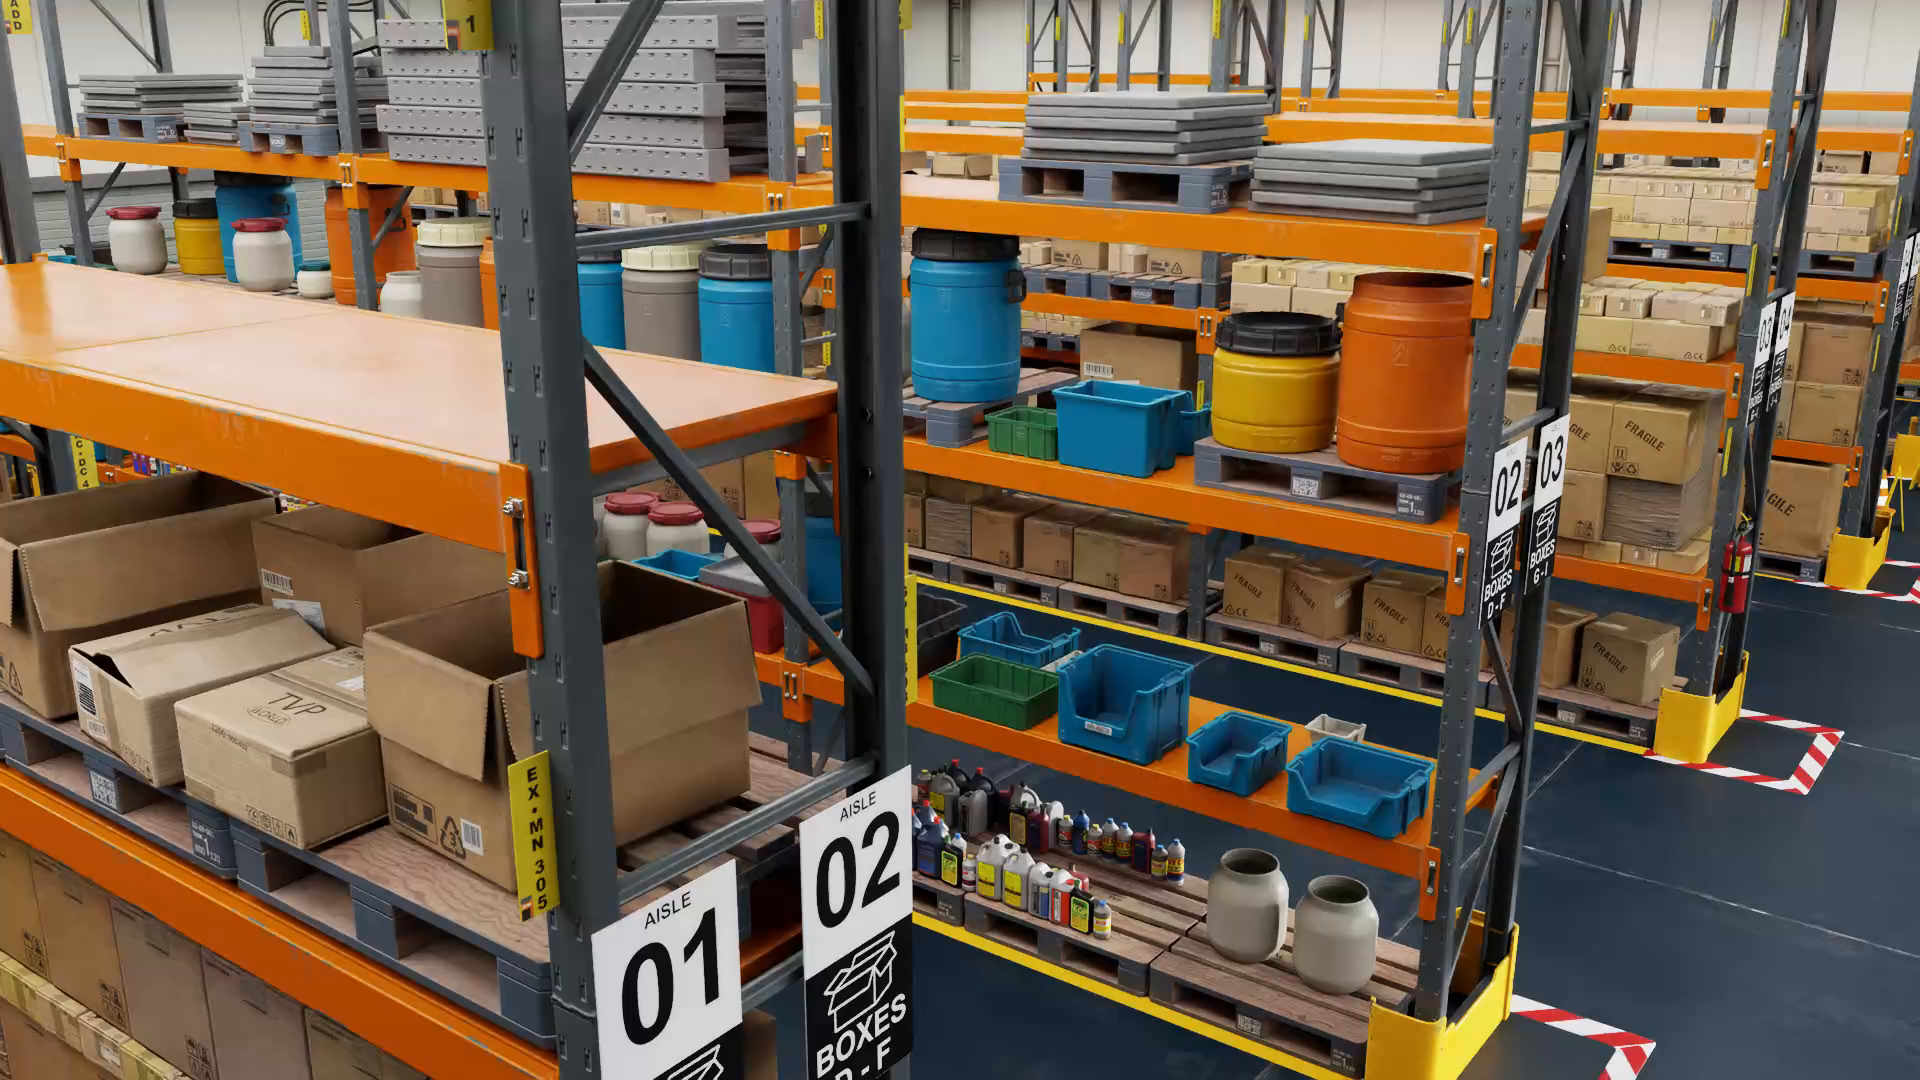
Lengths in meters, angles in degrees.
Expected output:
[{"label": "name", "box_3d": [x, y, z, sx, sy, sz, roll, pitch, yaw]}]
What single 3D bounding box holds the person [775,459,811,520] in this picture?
[{"label": "person", "box_3d": [-1.437, -0.171, 14.500, 0.348, 1.583, 0.494, 11, 20, 32]}]
